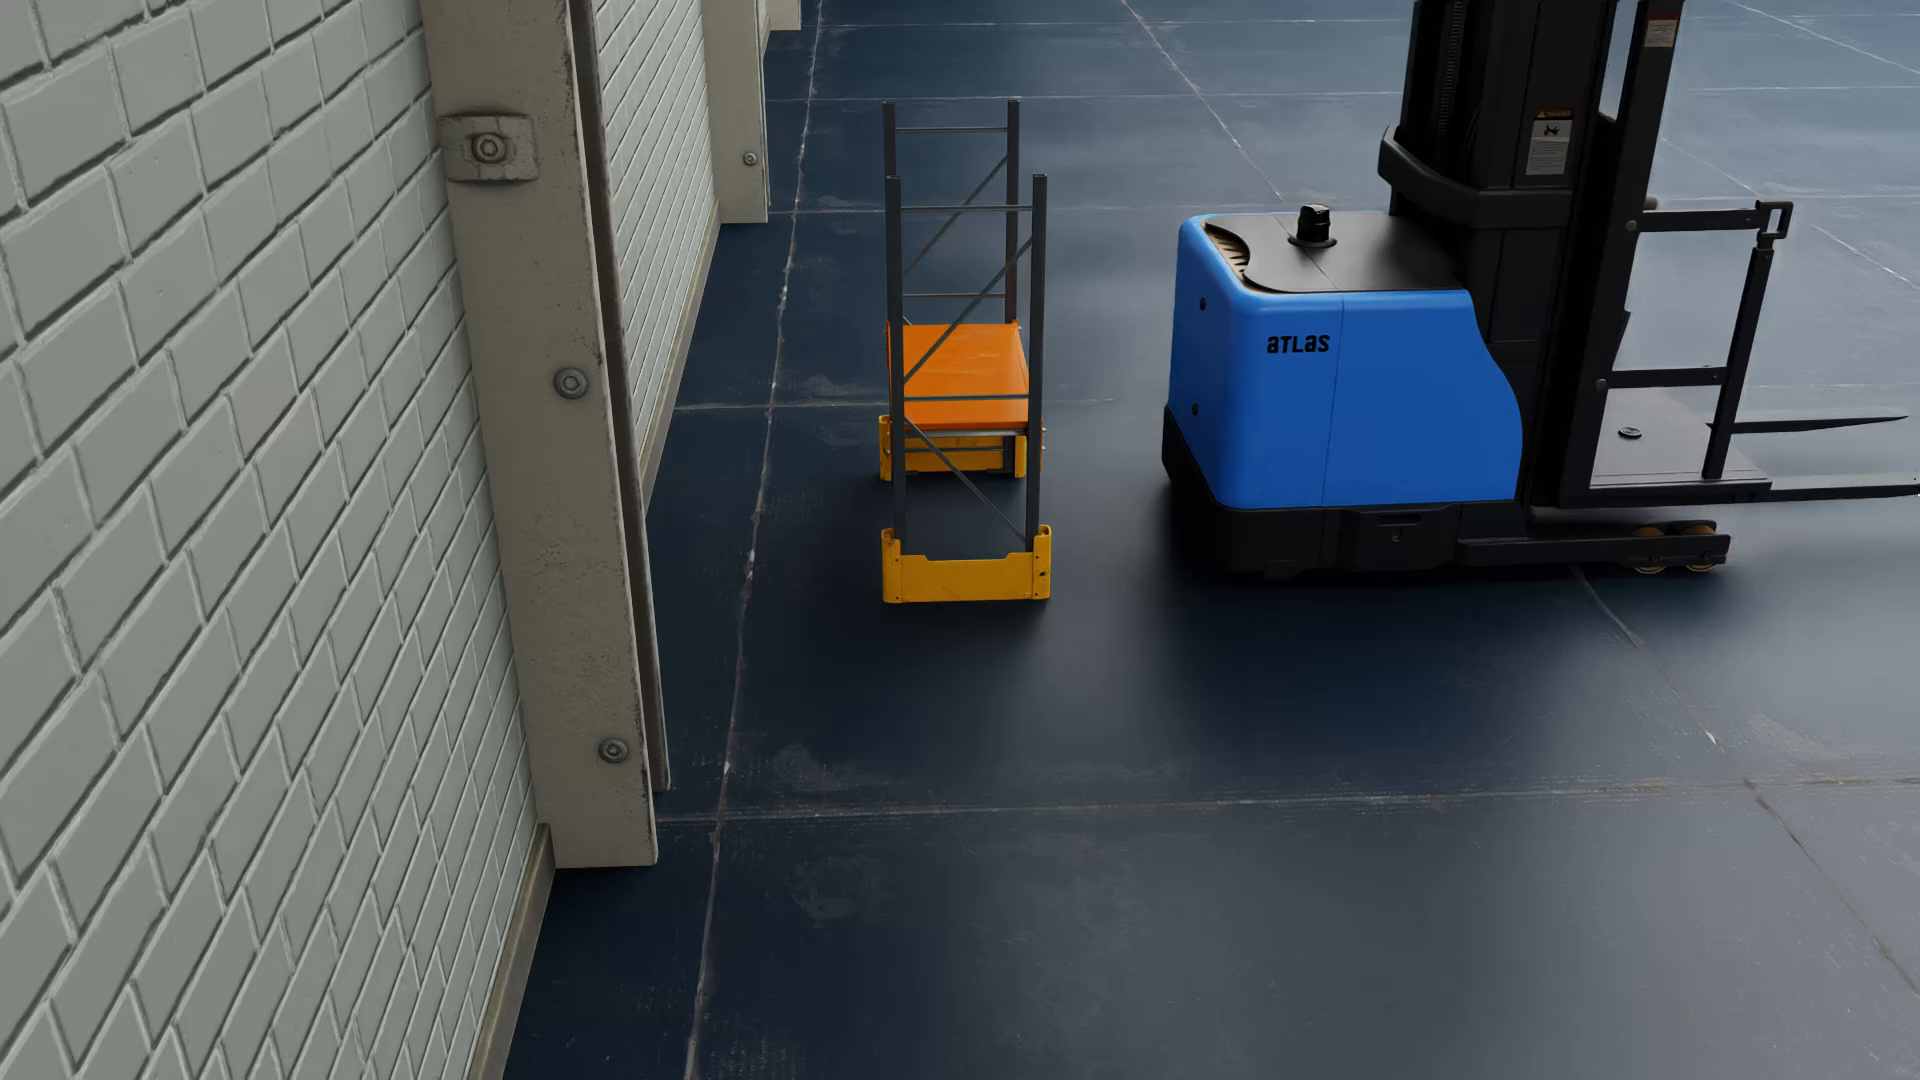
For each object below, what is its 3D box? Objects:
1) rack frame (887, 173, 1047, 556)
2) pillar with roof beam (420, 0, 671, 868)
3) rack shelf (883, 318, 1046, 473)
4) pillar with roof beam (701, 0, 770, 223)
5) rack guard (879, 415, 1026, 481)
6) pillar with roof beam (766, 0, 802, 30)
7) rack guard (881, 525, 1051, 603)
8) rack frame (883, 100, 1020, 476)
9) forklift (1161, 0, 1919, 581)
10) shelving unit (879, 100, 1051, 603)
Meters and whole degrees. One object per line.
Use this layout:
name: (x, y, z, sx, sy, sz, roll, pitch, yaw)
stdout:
rack frame: (0.022, -0.470, 5.529, 0.500, 1.500, 0.032, -1, 28, -3)
pillar with roof beam: (3.303, -3.294, 2.834, 9.100, 9.000, 0.400, -1, 28, -3)
rack shelf: (-0.004, -0.545, 6.062, 0.538, 0.185, 1.000, -1, 28, -3)
pillar with roof beam: (2.990, -6.065, 8.147, 9.100, 9.000, 0.400, -1, 28, -3)
rack guard: (-0.030, -0.376, 6.701, 0.587, 0.250, 0.087, -1, 28, -3)
pillar with roof beam: (2.677, -8.835, 13.459, 9.100, 9.000, 0.400, -1, 28, -3)
rack guard: (0.022, 0.084, 5.819, 0.587, 0.250, 0.087, -1, 28, -3)
rack frame: (-0.031, -0.939, 6.429, 0.500, 1.500, 0.032, -1, 28, -3)
forklift: (2.358, -1.419, 5.801, 3.031, 2.935, 1.130, -2, 28, -4)
shelving unit: (-0.004, -0.700, 5.971, 0.587, 1.500, 1.083, -1, 28, -3)
